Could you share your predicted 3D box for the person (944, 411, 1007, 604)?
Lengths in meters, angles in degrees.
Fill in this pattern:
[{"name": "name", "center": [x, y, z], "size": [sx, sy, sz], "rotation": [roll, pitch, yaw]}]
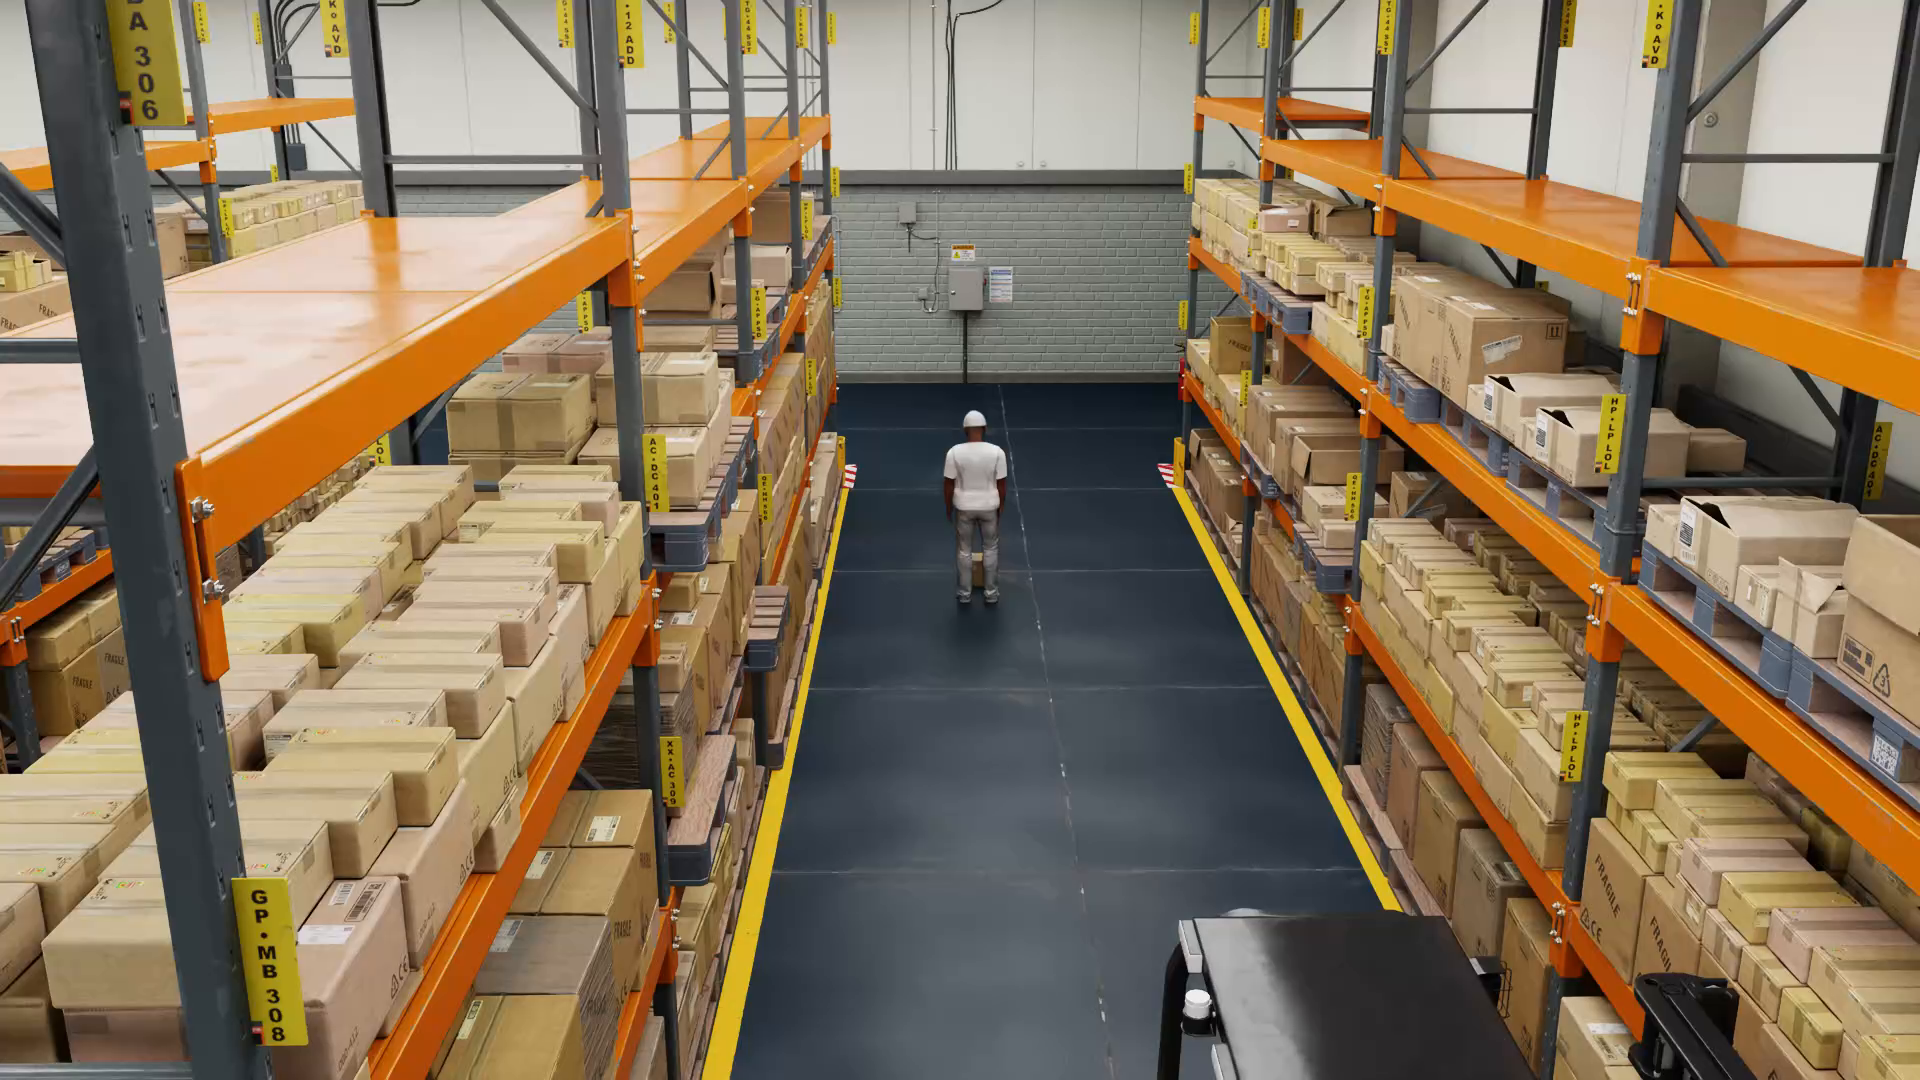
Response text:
[{"name": "person", "center": [0.136, -0.299, 14.985], "size": [0.566, 1.762, 0.363], "rotation": [0, 17, 0]}]
